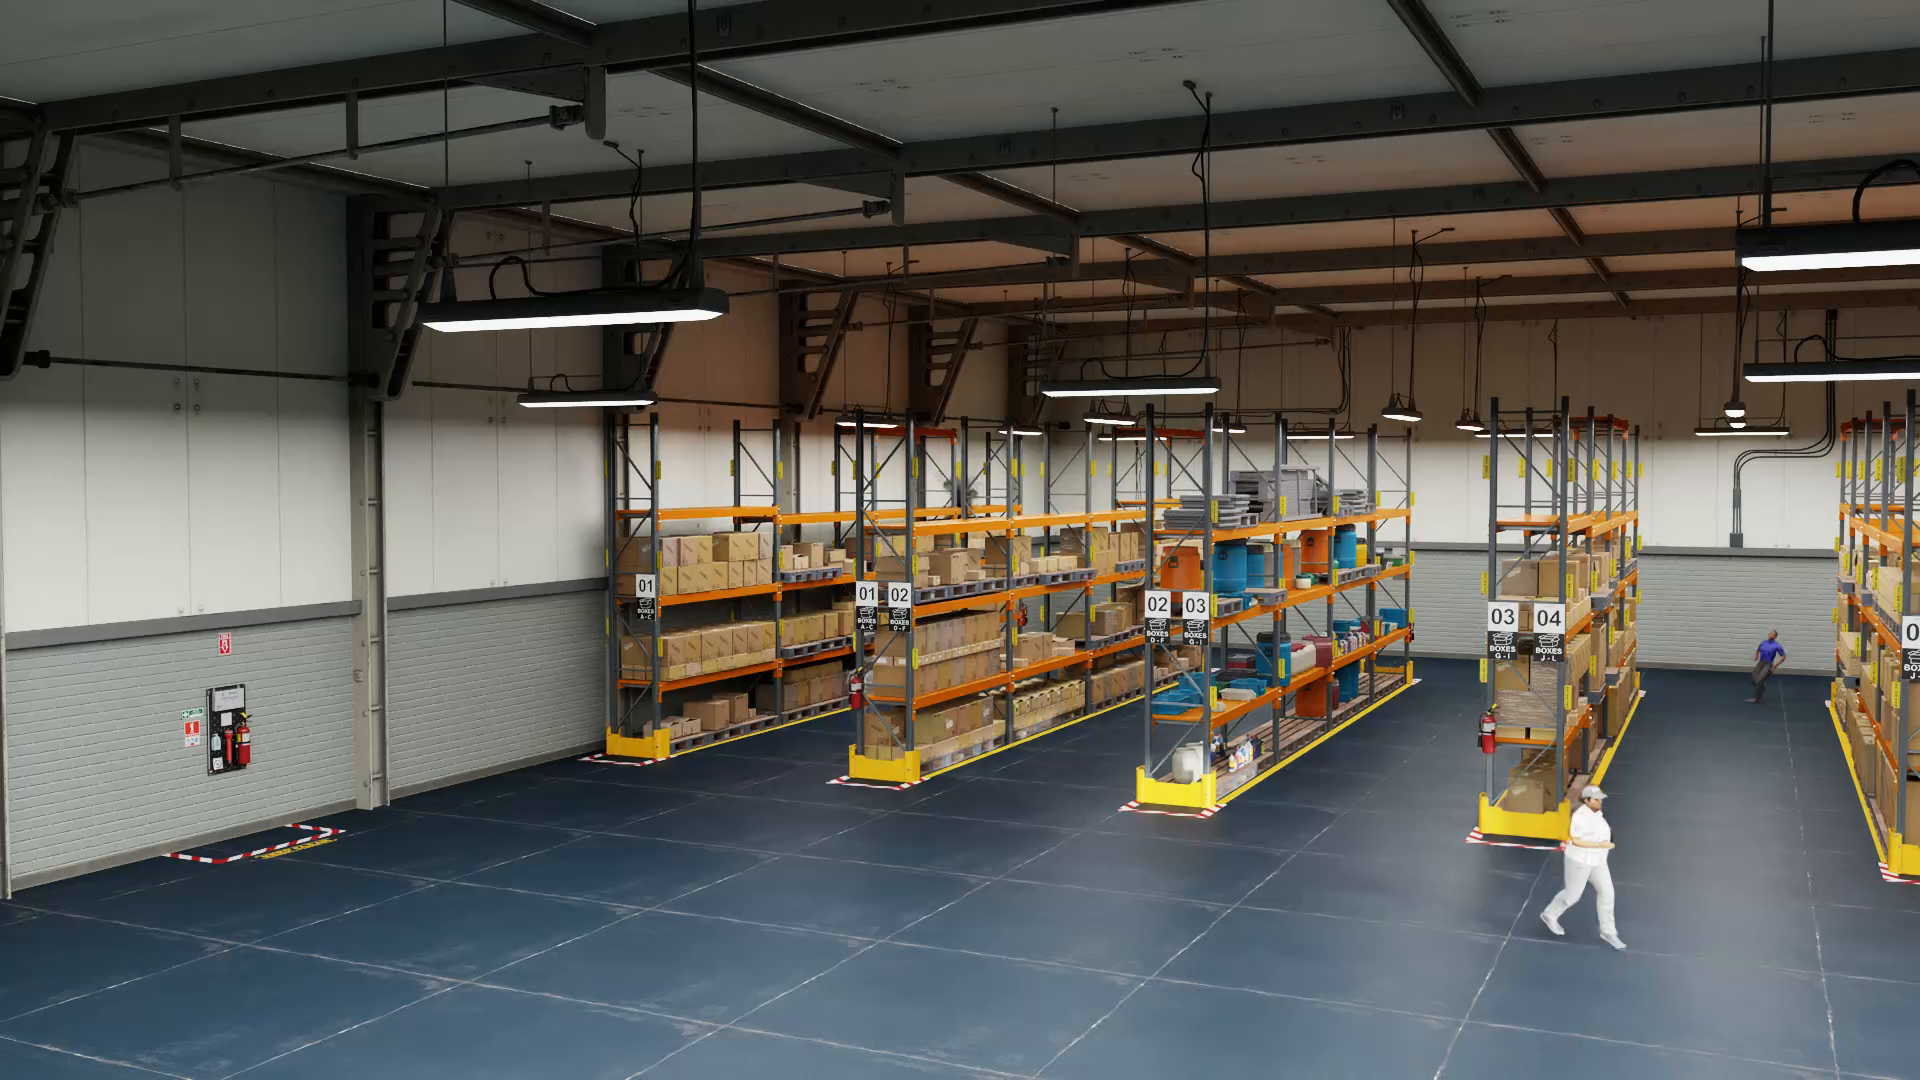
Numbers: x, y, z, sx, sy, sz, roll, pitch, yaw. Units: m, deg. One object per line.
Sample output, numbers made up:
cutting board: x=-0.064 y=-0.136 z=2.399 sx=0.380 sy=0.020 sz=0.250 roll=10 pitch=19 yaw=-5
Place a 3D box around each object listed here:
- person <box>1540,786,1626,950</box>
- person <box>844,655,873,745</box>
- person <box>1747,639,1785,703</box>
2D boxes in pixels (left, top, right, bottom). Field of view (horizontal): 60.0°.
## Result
person: x=6.600 y=3.422 z=17.600 sx=0.568 sy=1.684 sz=0.901 roll=-2 pitch=3 yaw=-35
person: x=-1.789 y=2.832 z=29.629 sx=0.581 sy=1.600 sz=0.741 roll=1 pitch=3 yaw=20
person: x=17.290 y=2.809 z=35.657 sx=0.595 sy=1.379 sz=0.632 roll=-1 pitch=3 yaw=-26
